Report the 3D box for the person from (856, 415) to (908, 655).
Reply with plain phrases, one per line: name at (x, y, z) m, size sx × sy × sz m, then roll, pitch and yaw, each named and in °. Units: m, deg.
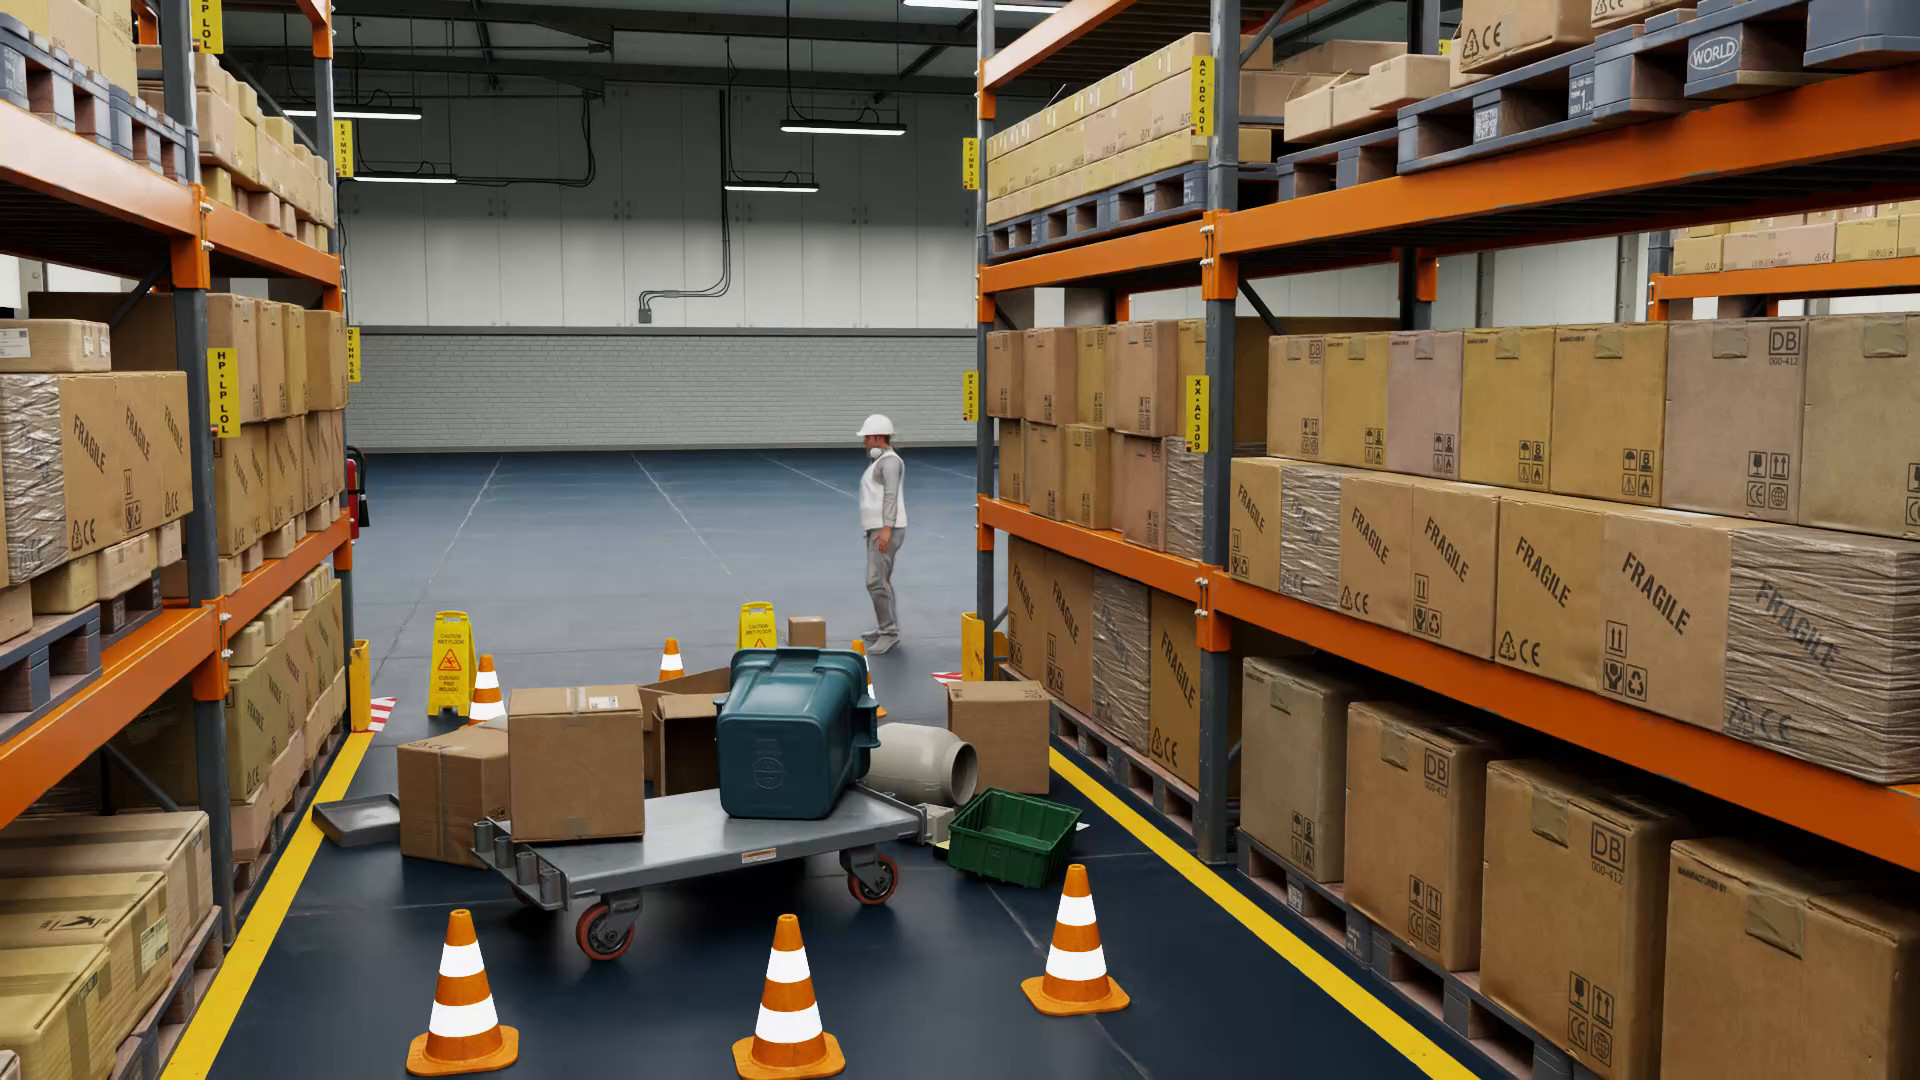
person at (-0.603, -0.062, 12.801) m, size 0.374 × 1.800 × 0.686 m, roll -1°, pitch 6°, yaw -11°
